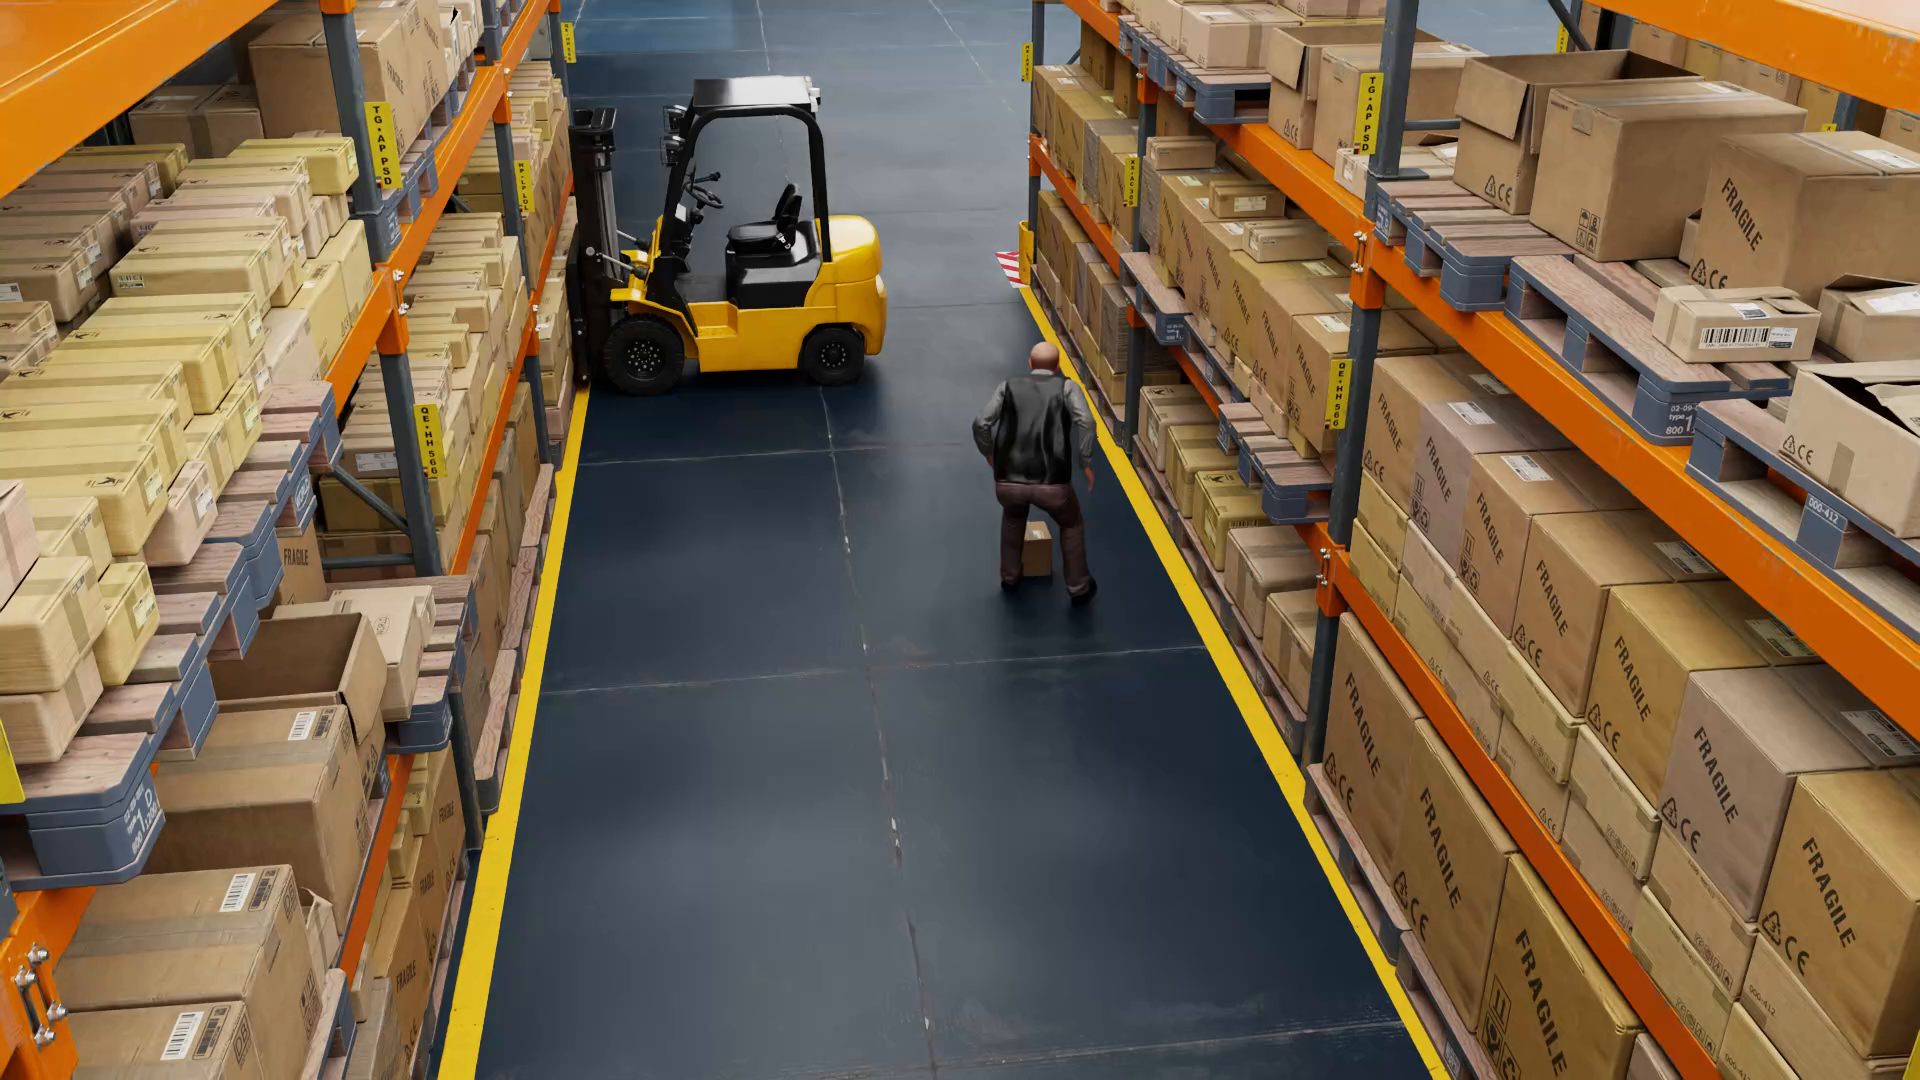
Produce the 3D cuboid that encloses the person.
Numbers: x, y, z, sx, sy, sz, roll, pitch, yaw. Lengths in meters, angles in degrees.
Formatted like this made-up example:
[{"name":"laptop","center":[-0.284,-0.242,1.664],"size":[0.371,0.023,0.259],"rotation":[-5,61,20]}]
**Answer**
[{"name":"person","center":[0.440,-0.351,9.594],"size":[0.722,1.483,0.728],"rotation":[6,28,12]}]
